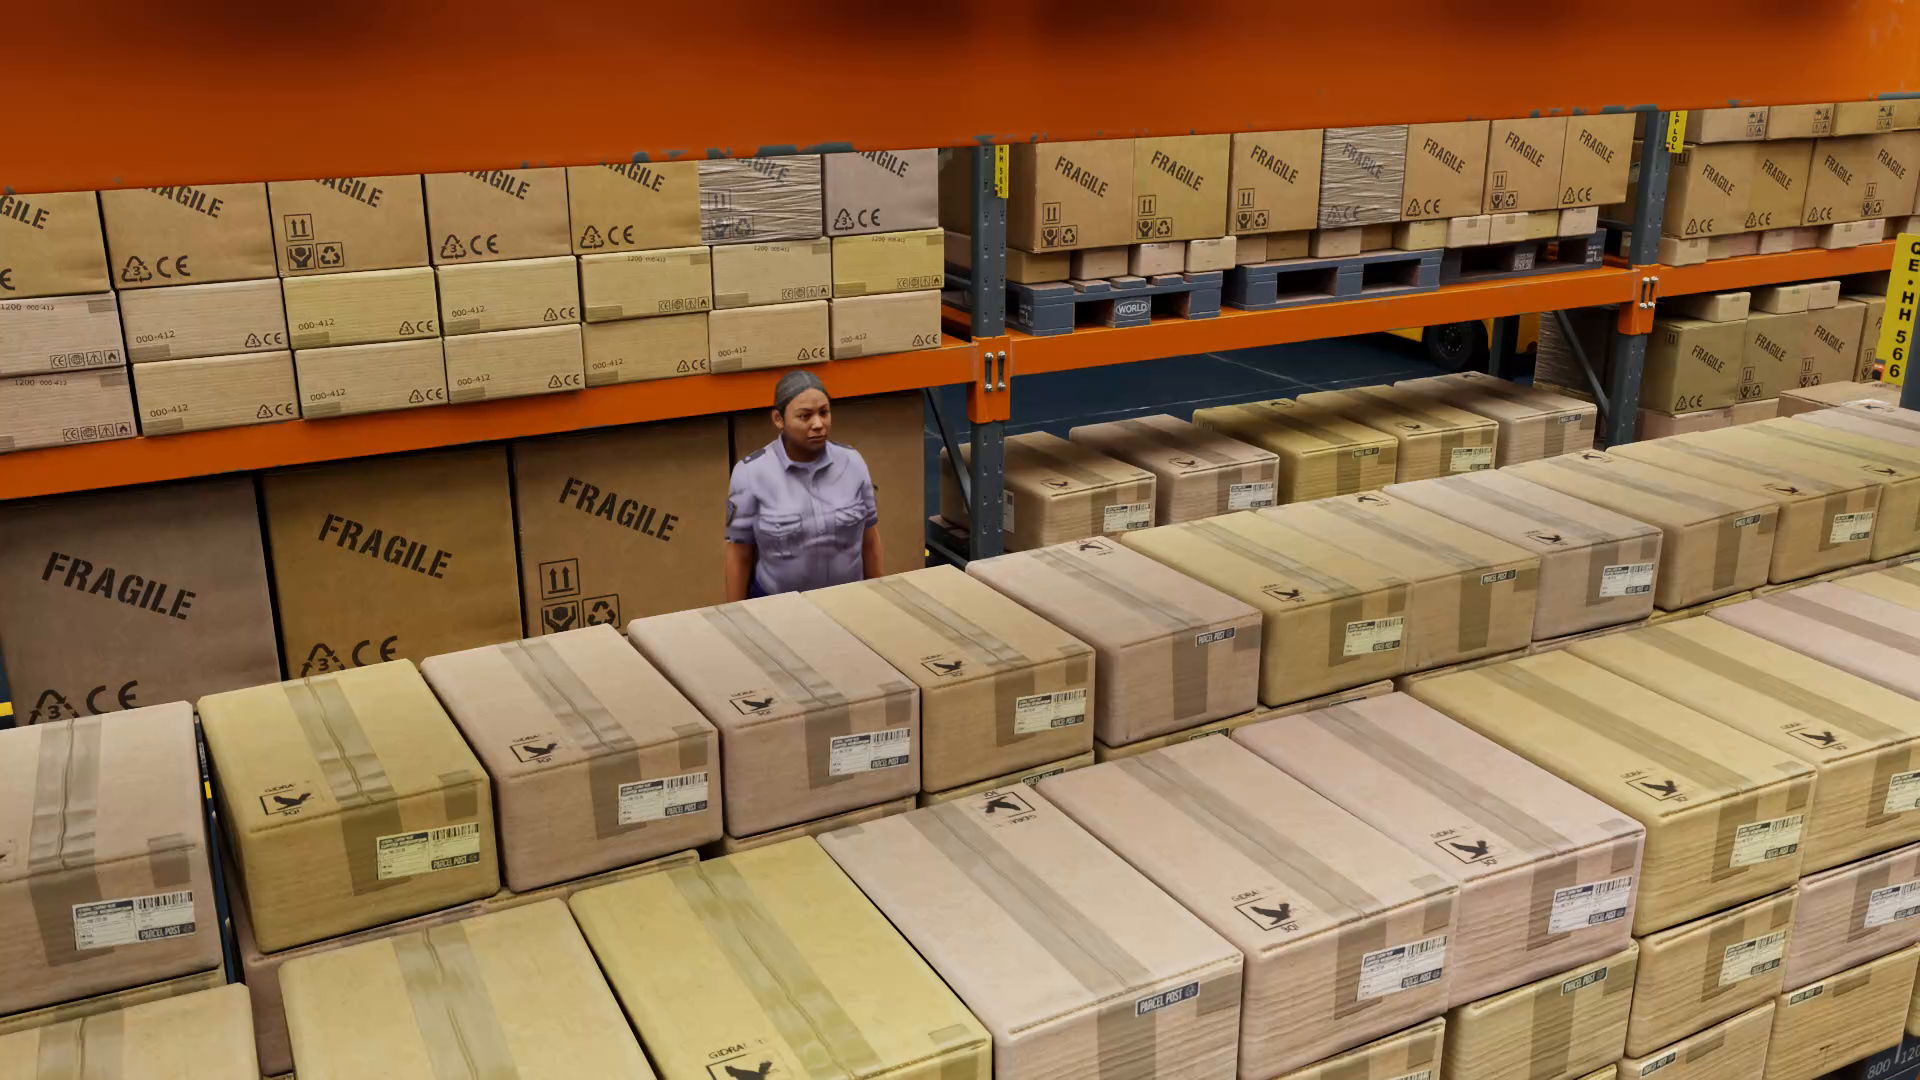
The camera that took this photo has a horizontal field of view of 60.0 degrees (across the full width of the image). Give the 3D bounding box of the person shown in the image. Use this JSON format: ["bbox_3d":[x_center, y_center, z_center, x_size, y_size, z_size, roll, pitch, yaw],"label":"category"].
[{"bbox_3d":[-0.430,0.269,5.256,0.657,1.660,0.523,-7,20,-20],"label":"person"}]
